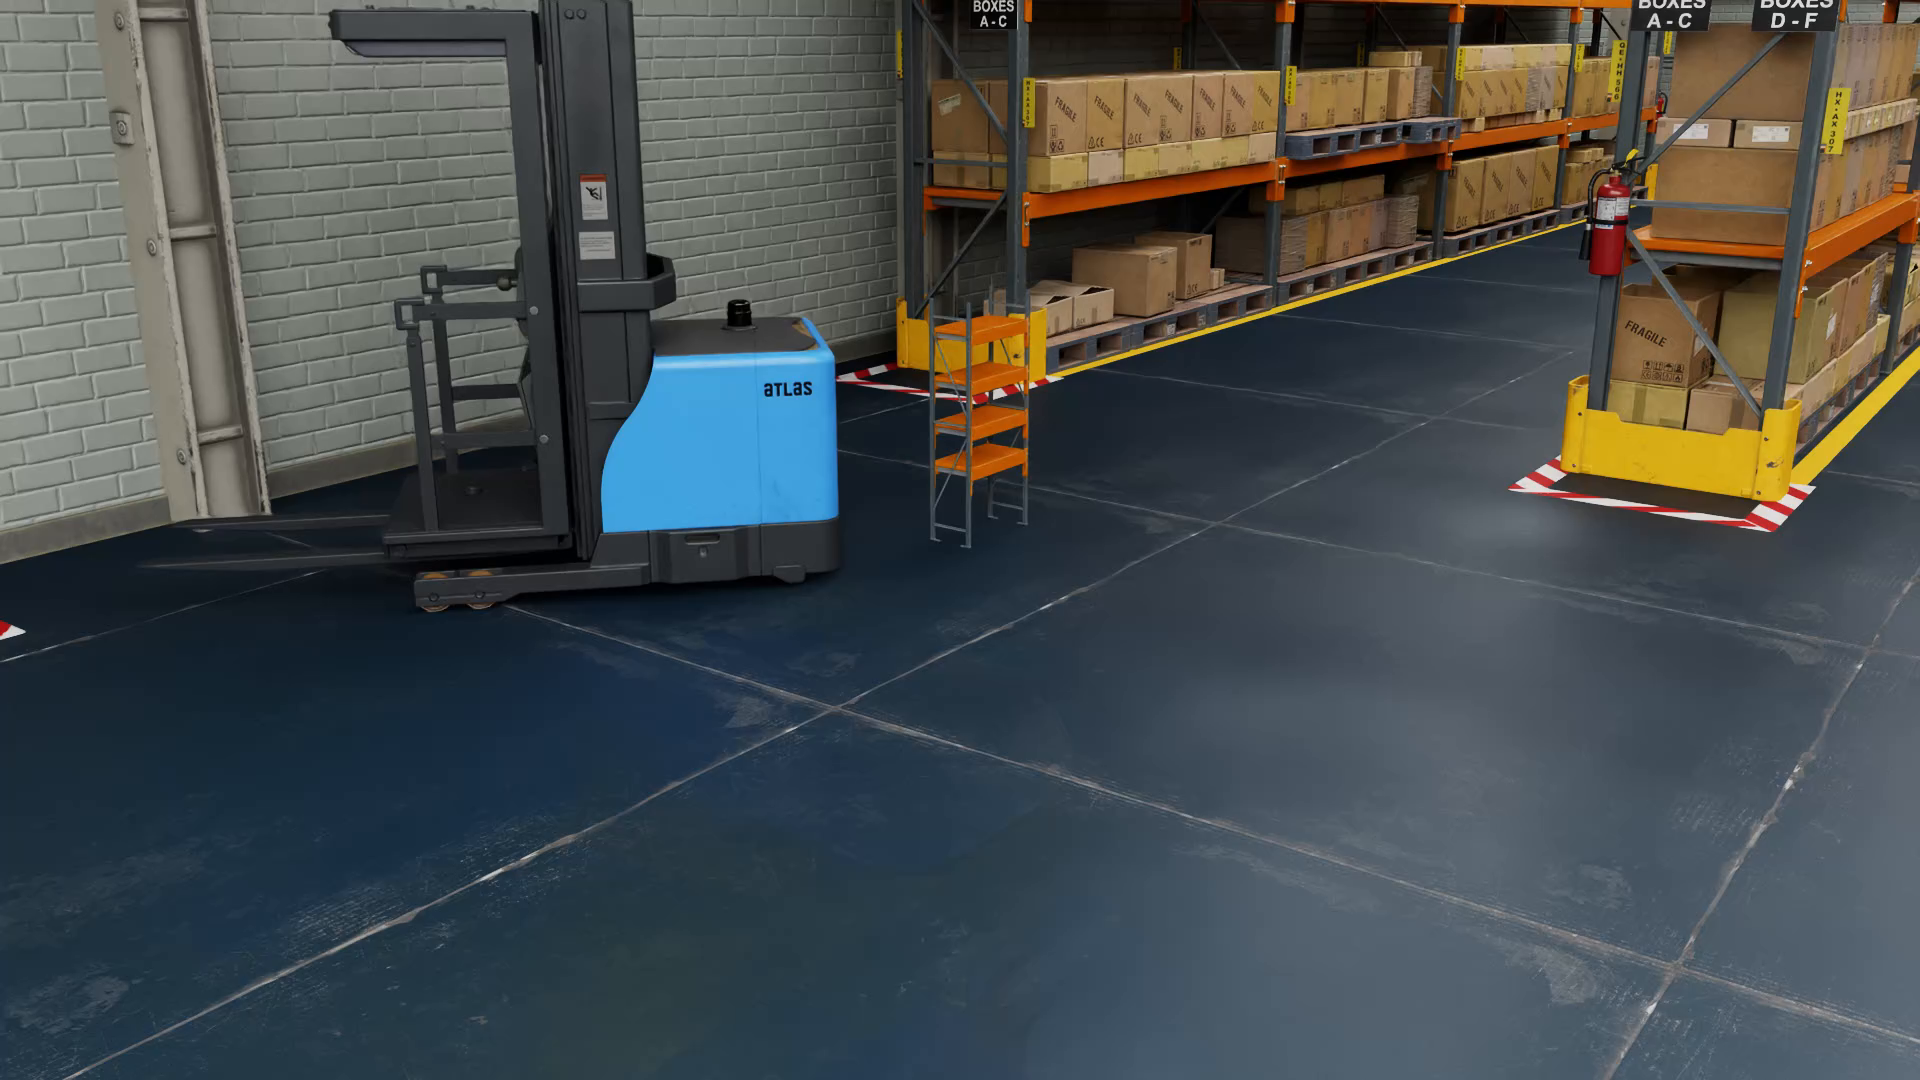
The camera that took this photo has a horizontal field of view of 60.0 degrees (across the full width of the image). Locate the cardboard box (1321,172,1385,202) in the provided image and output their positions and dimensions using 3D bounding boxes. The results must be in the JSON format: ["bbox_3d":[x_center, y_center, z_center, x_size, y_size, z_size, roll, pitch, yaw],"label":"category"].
[{"bbox_3d":[4.018,-3.628,17.078,0.500,0.250,0.500,13,21,36],"label":"cardboard box"}]

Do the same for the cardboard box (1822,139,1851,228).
[{"bbox_3d":[4.907,-2.179,10.034,0.700,0.500,0.500,13,21,35],"label":"cardboard box"}]

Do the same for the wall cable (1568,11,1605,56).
[{"bbox_3d":[9.565,-7.422,25.373,0.084,1.984,1.851,12,21,35],"label":"wall cable"}]

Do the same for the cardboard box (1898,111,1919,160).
[{"bbox_3d":[7.177,-3.085,12.952,0.500,0.500,0.500,14,22,39],"label":"cardboard box"}]

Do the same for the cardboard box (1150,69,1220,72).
[{"bbox_3d":[1.964,-3.827,14.466,0.500,0.500,0.500,12,21,33],"label":"cardboard box"}]

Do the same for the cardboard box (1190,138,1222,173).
[{"bbox_3d":[1.782,-3.138,13.511,0.500,0.250,0.500,12,21,34],"label":"cardboard box"}]

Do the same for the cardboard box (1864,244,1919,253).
[{"bbox_3d":[7.449,-2.183,13.199,0.500,0.311,0.500,12,21,33],"label":"cardboard box"}]

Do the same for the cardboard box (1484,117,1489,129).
[{"bbox_3d":[5.759,-4.738,18.833,0.380,0.149,0.250,13,21,36],"label":"cardboard box"}]

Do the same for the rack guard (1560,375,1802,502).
[{"bbox_3d":[3.995,-0.580,9.268,1.175,0.500,0.348,12,21,35],"label":"rack guard"}]

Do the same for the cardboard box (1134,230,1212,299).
[{"bbox_3d":[1.826,-2.368,14.286,0.500,0.500,0.500,11,20,31],"label":"cardboard box"}]

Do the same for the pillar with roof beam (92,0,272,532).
[{"bbox_3d":[-0.367,-3.649,4.819,9.100,9.000,0.400,12,21,35],"label":"pillar with roof beam"}]

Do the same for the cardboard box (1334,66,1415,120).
[{"bbox_3d":[4.212,-4.565,16.977,0.700,0.500,0.500,10,20,30],"label":"cardboard box"}]

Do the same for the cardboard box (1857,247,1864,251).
[{"bbox_3d":[7.008,-2.278,13.503,0.500,0.311,0.500,12,21,35],"label":"cardboard box"}]

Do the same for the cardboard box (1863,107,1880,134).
[{"bbox_3d":[5.489,-2.621,10.363,0.380,0.149,0.250,13,22,36],"label":"cardboard box"}]

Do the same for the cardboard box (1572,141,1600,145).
[{"bbox_3d":[8.838,-5.541,23.442,0.380,0.149,0.250,12,21,35],"label":"cardboard box"}]

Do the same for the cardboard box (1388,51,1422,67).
[{"bbox_3d":[4.614,-5.039,17.409,0.380,0.149,0.250,9,20,28],"label":"cardboard box"}]

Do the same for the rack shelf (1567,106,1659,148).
[{"bbox_3d":[8.370,-5.645,22.576,1.077,0.370,4.000,12,21,35],"label":"rack shelf"}]

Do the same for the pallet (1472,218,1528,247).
[{"bbox_3d":[6.053,-3.691,19.774,1.003,0.211,1.213,12,21,35],"label":"pallet"}]

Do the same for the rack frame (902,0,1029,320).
[{"bbox_3d":[0.028,-2.654,11.731,1.000,3.000,0.127,12,21,35],"label":"rack frame"}]

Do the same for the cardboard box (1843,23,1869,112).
[{"bbox_3d":[4.938,-2.815,9.893,0.700,0.500,0.500,13,21,35],"label":"cardboard box"}]

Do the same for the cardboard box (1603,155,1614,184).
[{"bbox_3d":[8.628,-5.048,22.948,0.700,0.500,0.500,12,21,33],"label":"cardboard box"}]

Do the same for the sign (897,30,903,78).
[{"bbox_3d":[-0.405,-3.460,11.844,0.100,0.325,0.005,12,21,35],"label":"sign"}]

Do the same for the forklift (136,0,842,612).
[{"bbox_3d":[-2.109,-1.256,7.347,3.031,2.935,1.130,-3,18,-11],"label":"forklift"}]

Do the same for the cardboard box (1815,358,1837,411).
[{"bbox_3d":[5.100,-0.994,10.314,0.500,0.250,0.500,12,21,35],"label":"cardboard box"}]

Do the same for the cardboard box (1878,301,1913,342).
[{"bbox_3d":[6.832,-1.672,12.497,0.500,0.250,0.500,12,21,33],"label":"cardboard box"}]

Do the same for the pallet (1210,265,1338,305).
[{"bbox_3d":[2.875,-2.460,15.811,1.003,0.211,1.213,12,21,35],"label":"pallet"}]

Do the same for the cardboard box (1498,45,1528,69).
[{"bbox_3d":[6.186,-5.550,19.089,0.500,0.250,0.500,12,21,34],"label":"cardboard box"}]

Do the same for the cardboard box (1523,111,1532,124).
[{"bbox_3d":[6.573,-5.033,19.783,0.380,0.149,0.250,12,21,35],"label":"cardboard box"}]

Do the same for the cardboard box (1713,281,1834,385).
[{"bbox_3d":[4.804,-1.233,9.819,0.500,0.500,0.500,12,21,35],"label":"cardboard box"}]

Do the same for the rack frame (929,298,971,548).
[{"bbox_3d":[-0.047,-0.554,8.006,0.240,1.200,0.015,12,21,35],"label":"rack frame"}]

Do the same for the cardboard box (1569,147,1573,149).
[{"bbox_3d":[8.081,-5.238,22.465,0.380,0.149,0.250,13,21,35],"label":"cardboard box"}]

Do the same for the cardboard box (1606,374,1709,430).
[{"bbox_3d":[4.091,-0.847,9.840,0.500,0.250,0.500,12,21,35],"label":"cardboard box"}]

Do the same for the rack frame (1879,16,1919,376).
[{"bbox_3d":[6.392,-2.732,11.983,1.000,3.000,0.127,12,21,35],"label":"rack frame"}]

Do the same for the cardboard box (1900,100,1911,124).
[{"bbox_3d":[6.254,-2.928,11.353,0.380,0.149,0.250,12,21,34],"label":"cardboard box"}]

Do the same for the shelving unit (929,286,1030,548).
[{"bbox_3d":[0.099,-0.612,8.193,0.258,1.200,0.503,12,21,35],"label":"shelving unit"}]

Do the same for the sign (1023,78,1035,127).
[{"bbox_3d":[0.464,-2.971,11.294,0.100,0.325,0.005,12,21,35],"label":"sign"}]

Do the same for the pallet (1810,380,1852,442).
[{"bbox_3d":[5.158,-0.926,10.871,1.003,0.211,1.213,12,21,35],"label":"pallet"}]

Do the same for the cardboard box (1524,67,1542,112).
[{"bbox_3d":[6.504,-5.315,19.598,0.500,0.500,0.500,12,21,35],"label":"cardboard box"}]

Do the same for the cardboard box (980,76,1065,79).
[{"bbox_3d":[0.446,-3.218,12.502,0.500,0.500,0.500,13,21,35],"label":"cardboard box"}]

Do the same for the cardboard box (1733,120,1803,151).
[{"bbox_3d":[4.416,-2.192,8.983,0.380,0.149,0.250,12,21,34],"label":"cardboard box"}]

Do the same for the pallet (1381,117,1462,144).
[{"bbox_3d":[4.456,-4.279,17.288,1.213,0.211,1.003,12,21,35],"label":"pallet"}]

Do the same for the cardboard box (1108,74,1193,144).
[{"bbox_3d":[1.468,-3.373,13.003,0.500,0.500,0.500,13,22,36],"label":"cardboard box"}]

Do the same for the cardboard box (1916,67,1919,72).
[{"bbox_3d":[10.338,-4.637,17.242,0.500,0.500,0.700,-16,23,-42],"label":"cardboard box"}]

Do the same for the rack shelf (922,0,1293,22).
[{"bbox_3d":[1.220,-4.219,12.927,1.077,0.370,4.000,12,21,35],"label":"rack shelf"}]

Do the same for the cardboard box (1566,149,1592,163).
[{"bbox_3d":[8.057,-5.038,21.821,0.380,0.149,0.250,13,22,37],"label":"cardboard box"}]

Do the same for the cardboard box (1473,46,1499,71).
[{"bbox_3d":[5.592,-5.307,18.308,0.500,0.250,0.500,12,21,34],"label":"cardboard box"}]

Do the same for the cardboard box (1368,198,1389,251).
[{"bbox_3d":[4.008,-3.293,17.262,0.700,0.500,0.500,12,21,35],"label":"cardboard box"}]

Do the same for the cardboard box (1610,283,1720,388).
[{"bbox_3d":[4.090,-1.205,9.730,0.500,0.500,0.500,12,21,35],"label":"cardboard box"}]
